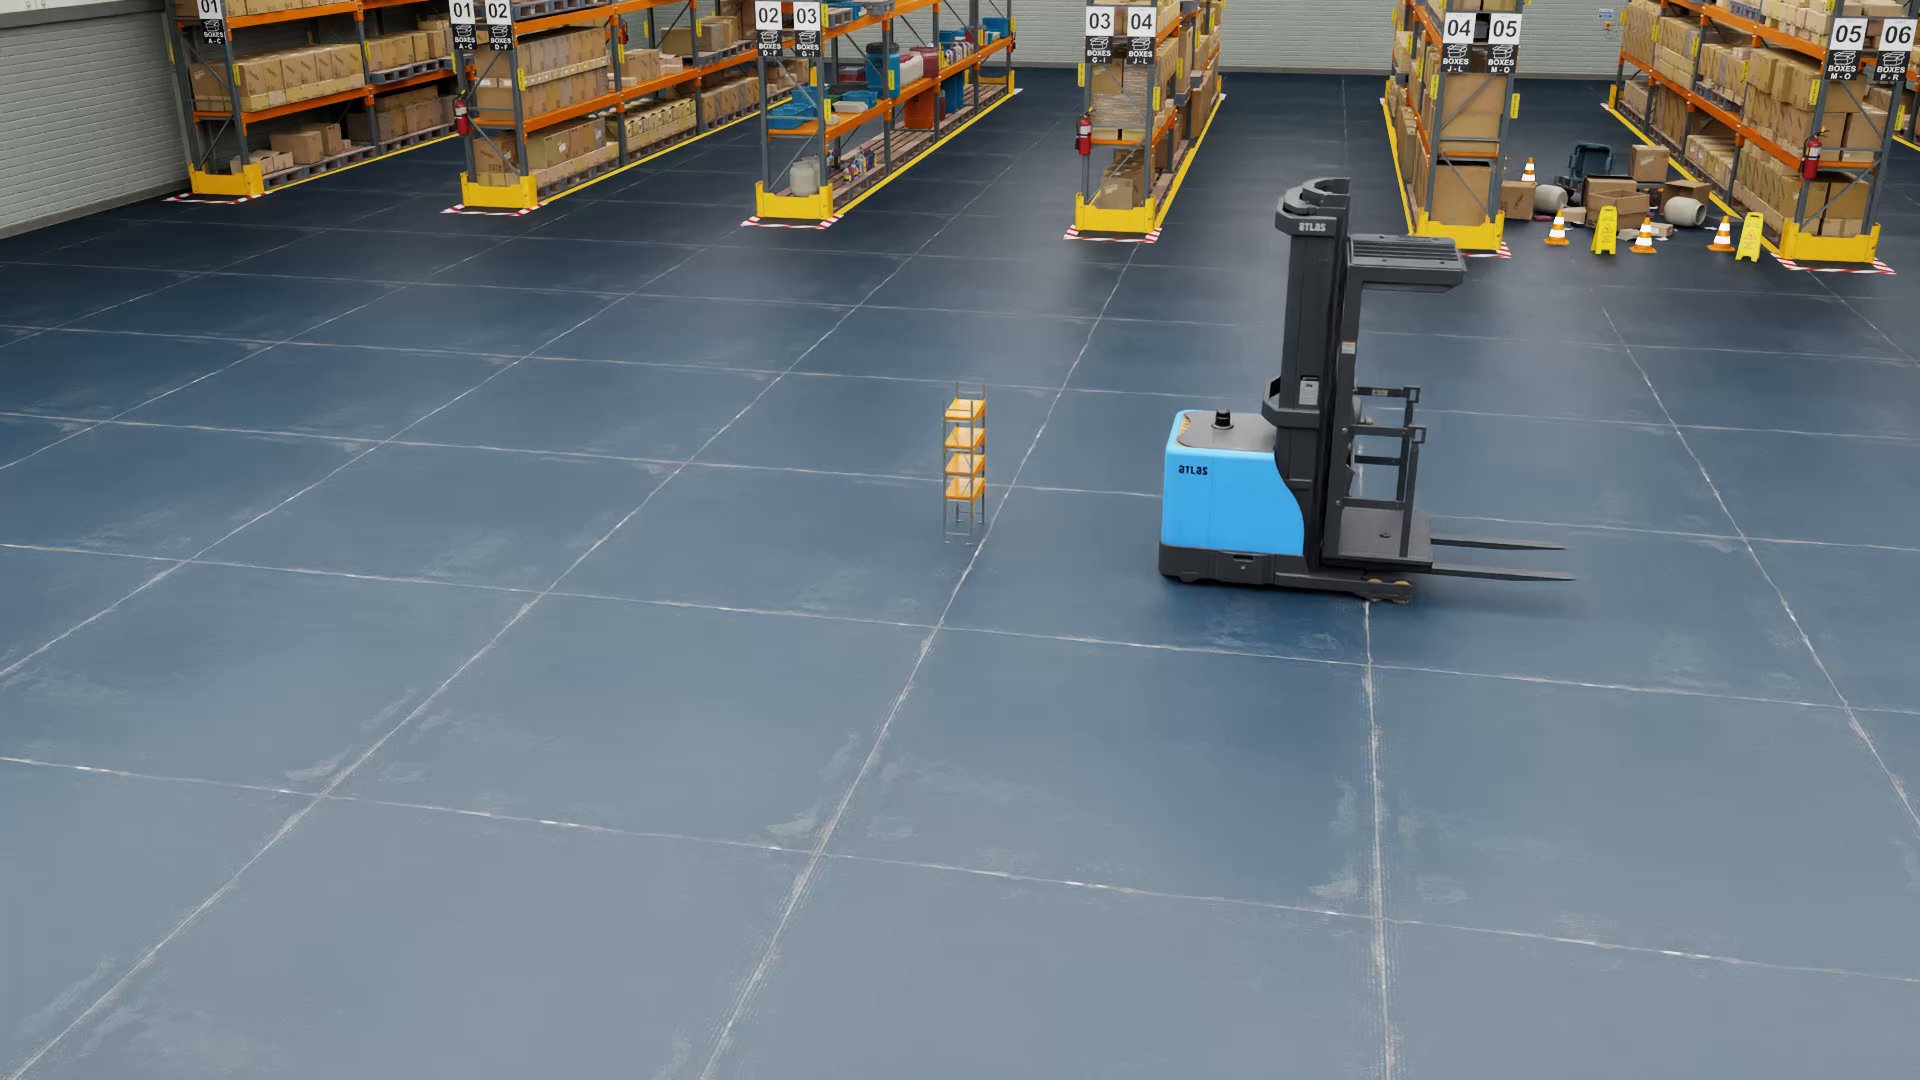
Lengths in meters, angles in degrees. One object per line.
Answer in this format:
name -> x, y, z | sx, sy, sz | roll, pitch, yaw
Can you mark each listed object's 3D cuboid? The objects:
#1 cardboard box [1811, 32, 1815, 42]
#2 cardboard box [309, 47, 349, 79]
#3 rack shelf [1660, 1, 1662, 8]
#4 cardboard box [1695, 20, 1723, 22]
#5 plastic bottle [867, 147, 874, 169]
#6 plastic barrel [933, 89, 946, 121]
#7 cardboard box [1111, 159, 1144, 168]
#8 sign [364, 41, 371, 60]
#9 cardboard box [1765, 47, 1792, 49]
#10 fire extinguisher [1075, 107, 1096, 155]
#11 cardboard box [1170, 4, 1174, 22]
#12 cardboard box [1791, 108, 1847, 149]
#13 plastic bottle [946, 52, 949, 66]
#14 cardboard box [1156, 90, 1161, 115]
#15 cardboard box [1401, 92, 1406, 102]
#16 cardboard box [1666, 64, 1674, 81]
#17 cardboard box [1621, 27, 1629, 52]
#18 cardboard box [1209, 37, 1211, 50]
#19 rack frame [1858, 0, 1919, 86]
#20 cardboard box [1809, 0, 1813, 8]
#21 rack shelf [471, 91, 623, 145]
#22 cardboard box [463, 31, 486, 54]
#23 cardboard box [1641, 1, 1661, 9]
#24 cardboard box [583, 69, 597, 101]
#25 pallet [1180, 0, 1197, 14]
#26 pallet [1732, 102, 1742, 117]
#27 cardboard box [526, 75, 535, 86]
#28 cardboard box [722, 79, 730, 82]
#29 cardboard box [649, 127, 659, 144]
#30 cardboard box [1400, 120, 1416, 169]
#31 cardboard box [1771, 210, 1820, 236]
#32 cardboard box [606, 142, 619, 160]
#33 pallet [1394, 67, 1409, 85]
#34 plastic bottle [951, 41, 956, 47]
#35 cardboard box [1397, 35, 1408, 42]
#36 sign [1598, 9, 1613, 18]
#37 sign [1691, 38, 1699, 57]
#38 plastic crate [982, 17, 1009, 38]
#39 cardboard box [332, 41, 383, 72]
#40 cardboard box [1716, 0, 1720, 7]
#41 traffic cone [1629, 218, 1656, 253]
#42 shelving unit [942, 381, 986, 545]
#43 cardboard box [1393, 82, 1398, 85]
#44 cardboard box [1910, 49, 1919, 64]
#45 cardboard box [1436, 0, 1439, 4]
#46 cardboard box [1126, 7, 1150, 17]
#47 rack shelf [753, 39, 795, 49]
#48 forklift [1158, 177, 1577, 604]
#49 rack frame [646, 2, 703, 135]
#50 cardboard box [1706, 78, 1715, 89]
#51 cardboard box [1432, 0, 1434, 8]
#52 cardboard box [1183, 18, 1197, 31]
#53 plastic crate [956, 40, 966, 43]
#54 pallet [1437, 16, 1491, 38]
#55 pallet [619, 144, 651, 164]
cardboard box -> 11.915, -6.894, 22.809 | 0.380, 0.149, 0.250 | 5, 23, 13
cardboard box -> -11.313, -8.539, 29.741 | 0.500, 0.500, 0.500 | 4, 22, 11
rack shelf -> 14.867, -11.457, 34.765 | 1.077, 0.370, 4.000 | 4, 22, 11
cardboard box -> 14.515, -9.806, 32.245 | 0.500, 0.500, 0.500 | 5, 22, 12
plastic bottle -> -1.573, -6.593, 28.697 | 0.144, 0.351, 0.185 | 4, 22, 9
plastic barrel -> -0.594, -9.008, 34.401 | 0.600, 0.588, 0.708 | 4, 22, 11
cardboard box -> 2.687, -5.746, 26.420 | 0.500, 0.500, 0.500 | 7, 23, 16
sign -> -10.890, -8.994, 30.541 | 0.100, 0.325, 0.005 | 4, 22, 11
cardboard box -> 13.389, -7.973, 27.203 | 0.380, 0.149, 0.250 | 6, 23, 14
fire extinguisher -> 1.834, -5.992, 24.352 | 0.296, 0.674, 0.183 | 4, 22, 11
cardboard box -> 3.072, -8.256, 26.054 | 0.500, 0.250, 0.500 | 4, 22, 11
cardboard box -> 11.851, -5.684, 22.949 | 0.500, 0.500, 0.500 | 4, 22, 10
plastic bottle -> -0.264, -9.791, 33.851 | 0.097, 0.271, 0.097 | 0, 22, 0
cardboard box -> 2.690, -6.972, 26.148 | 0.875, 0.500, 0.500 | 4, 22, 11
cardboard box -> 8.870, -8.569, 32.426 | 0.500, 0.250, 0.500 | 5, 22, 12
cardboard box -> 13.775, -8.900, 31.669 | 0.500, 0.250, 0.500 | 4, 22, 10
cardboard box -> 14.896, -11.024, 36.607 | 0.500, 0.500, 0.500 | 4, 22, 10
cardboard box -> 5.109, -10.644, 35.600 | 0.500, 0.250, 0.500 | 4, 22, 10
rack frame -> 20.135, -10.754, 36.071 | 1.000, 3.000, 0.127 | 4, 22, 11
cardboard box -> 12.152, -7.528, 23.315 | 0.380, 0.149, 0.250 | 4, 22, 9
rack shelf -> -6.981, -7.189, 28.183 | 1.077, 0.370, 4.000 | 4, 22, 11
cardboard box -> -10.257, -10.445, 34.746 | 0.500, 0.500, 0.500 | 5, 22, 13
cardboard box -> 14.574, -11.270, 35.010 | 0.380, 0.149, 0.250 | 4, 22, 10
cardboard box -> -6.758, -7.945, 28.962 | 0.700, 0.500, 0.500 | 4, 22, 10
pallet -> 3.355, -9.020, 28.001 | 1.213, 0.211, 1.003 | 4, 22, 11
pallet -> 13.124, -6.922, 26.813 | 1.003, 0.211, 1.213 | 4, 22, 11
cardboard box -> -7.047, -7.363, 26.648 | 0.380, 0.149, 0.250 | 4, 22, 10
cardboard box -> -5.375, -9.871, 36.634 | 0.500, 0.500, 0.500 | 5, 22, 12
cardboard box -> -6.039, -7.679, 31.554 | 0.500, 0.250, 0.500 | 4, 22, 9
cardboard box -> 8.199, -6.821, 28.753 | 1.050, 0.750, 0.750 | 4, 22, 11
cardboard box -> 11.916, -4.524, 23.720 | 0.500, 0.250, 0.500 | 4, 22, 11
cardboard box -> -6.453, -6.988, 29.837 | 0.500, 0.250, 0.500 | 4, 22, 11
pallet -> 8.817, -8.726, 31.291 | 1.213, 0.211, 1.003 | 4, 22, 11
plastic bottle -> -0.138, -10.361, 35.160 | 0.144, 0.351, 0.185 | 4, 22, 11
cardboard box -> 8.902, -9.967, 33.094 | 0.380, 0.149, 0.250 | 4, 22, 10
sign -> 16.368, -13.347, 42.146 | 0.327, 0.218, 0.001 | 4, 22, 11
sign -> 13.098, -8.784, 29.628 | 0.100, 0.325, 0.005 | 4, 22, 11
plastic crate -> 0.839, -12.172, 39.463 | 0.616, 0.435, 0.499 | 4, 22, 11
cardboard box -> -11.286, -9.065, 31.154 | 0.700, 0.500, 0.500 | 5, 22, 11
cardboard box -> 13.412, -9.378, 28.975 | 0.380, 0.149, 0.250 | 4, 22, 11
traffic cone -> 9.679, -4.319, 23.488 | 0.336, 0.463, 0.334 | 4, 22, 11
shelving unit -> 0.034, -0.617, 13.310 | 0.258, 1.200, 0.503 | 4, 22, 11
cardboard box -> 9.720, -9.971, 36.585 | 0.380, 0.149, 0.250 | 5, 22, 12
cardboard box -> 19.184, -9.565, 32.920 | 0.500, 0.250, 0.500 | 5, 22, 12
cardboard box -> 7.176, -7.888, 24.045 | 0.500, 0.250, 0.500 | 4, 22, 11
cardboard box -> 2.591, -7.625, 23.953 | 0.380, 0.149, 0.250 | 4, 22, 11
rack shelf -> -4.532, -11.578, 39.080 | 1.077, 0.370, 4.000 | 4, 22, 11
forklift -> 3.074, -1.107, 12.210 | 3.031, 2.935, 1.130 | 5, 22, 11
rack frame -> -5.756, -9.717, 33.497 | 1.000, 3.000, 0.127 | 4, 22, 11
cardboard box -> 13.126, -7.883, 28.715 | 0.380, 0.149, 0.250 | 5, 22, 11
cardboard box -> 7.347, -8.119, 25.154 | 0.380, 0.149, 0.250 | 4, 22, 10
cardboard box -> 4.242, -9.977, 32.664 | 0.797, 0.503, 0.637 | 5, 22, 12
plastic crate -> -0.126, -11.131, 37.296 | 0.437, 0.125, 0.590 | 4, 22, 11
pallet -> 7.285, -7.242, 23.455 | 1.003, 0.211, 1.213 | 4, 22, 11
pallet -> -6.460, -7.234, 31.062 | 1.003, 0.211, 1.213 | 4, 22, 11
